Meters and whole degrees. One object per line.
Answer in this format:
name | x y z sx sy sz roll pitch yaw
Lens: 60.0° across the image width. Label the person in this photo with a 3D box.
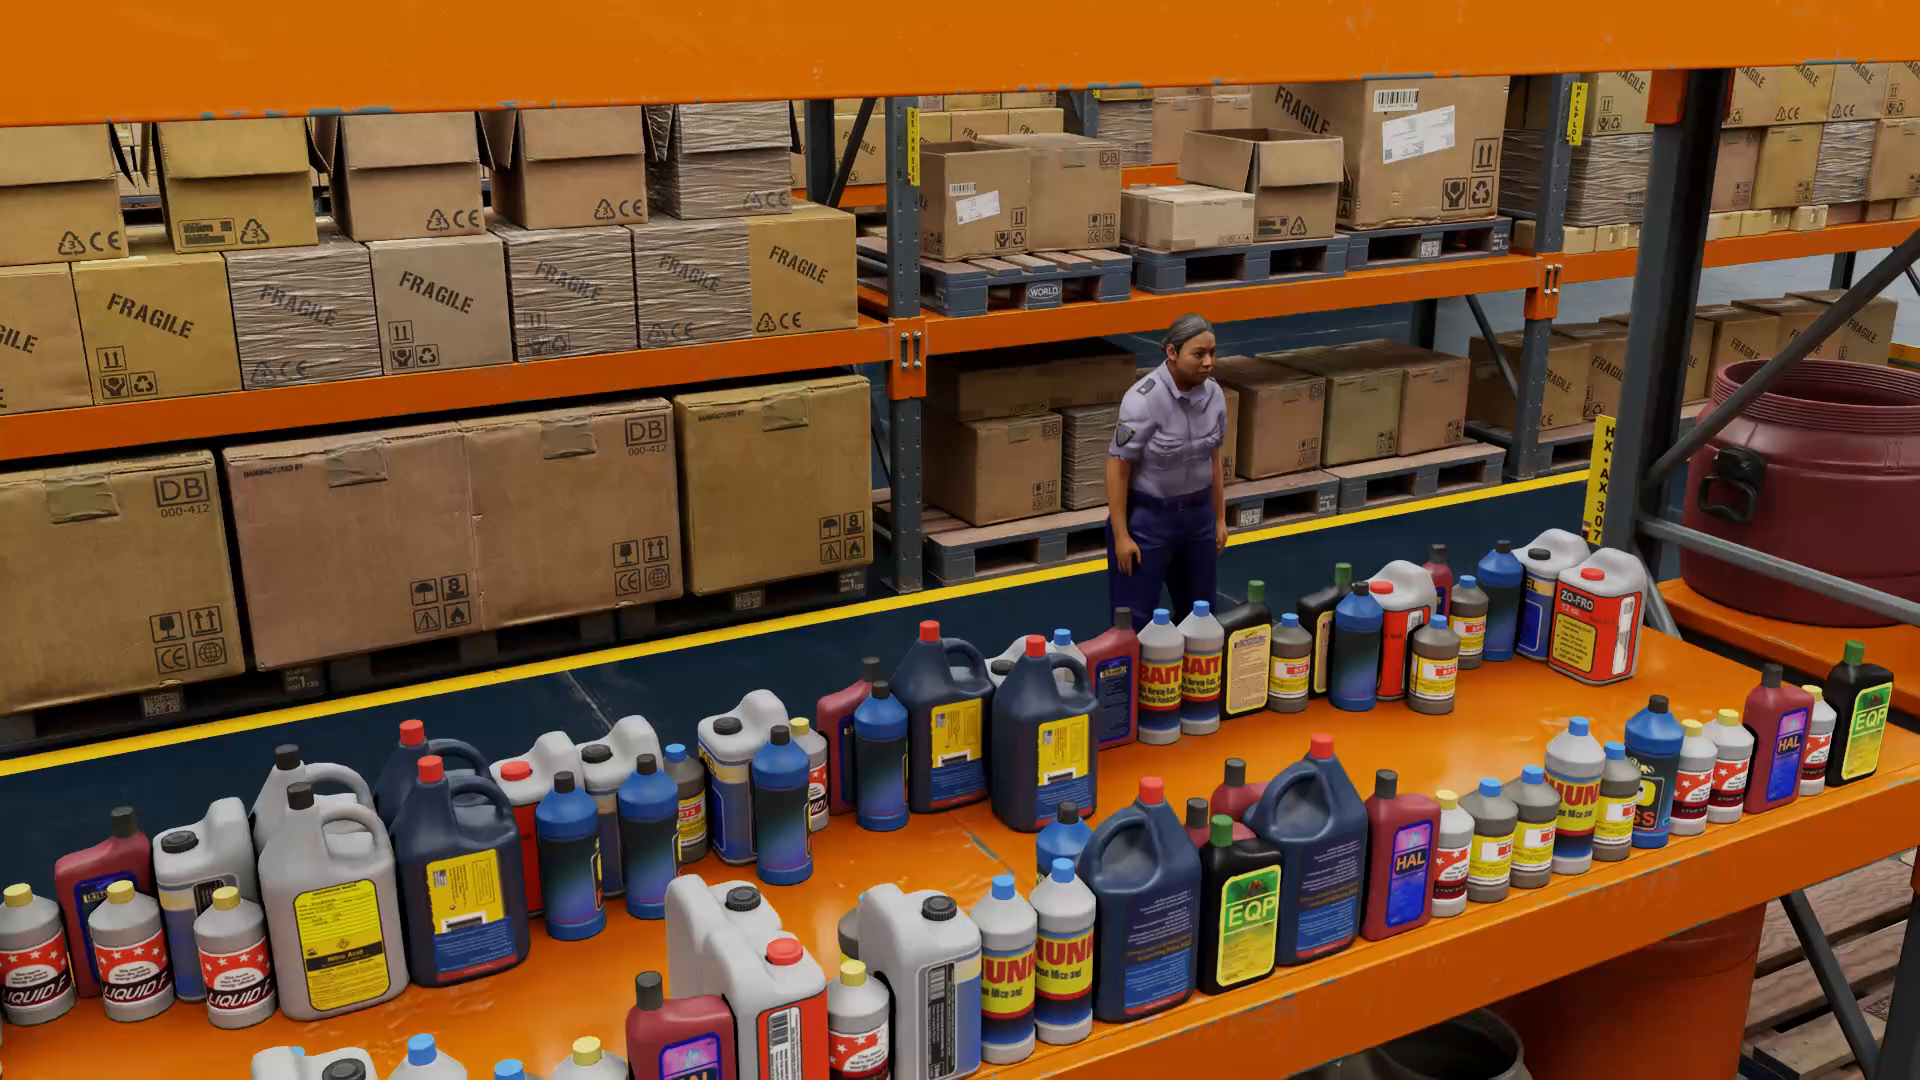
person | 0.751 0.054 6.189 0.554 1.476 0.369 -11 22 -30
